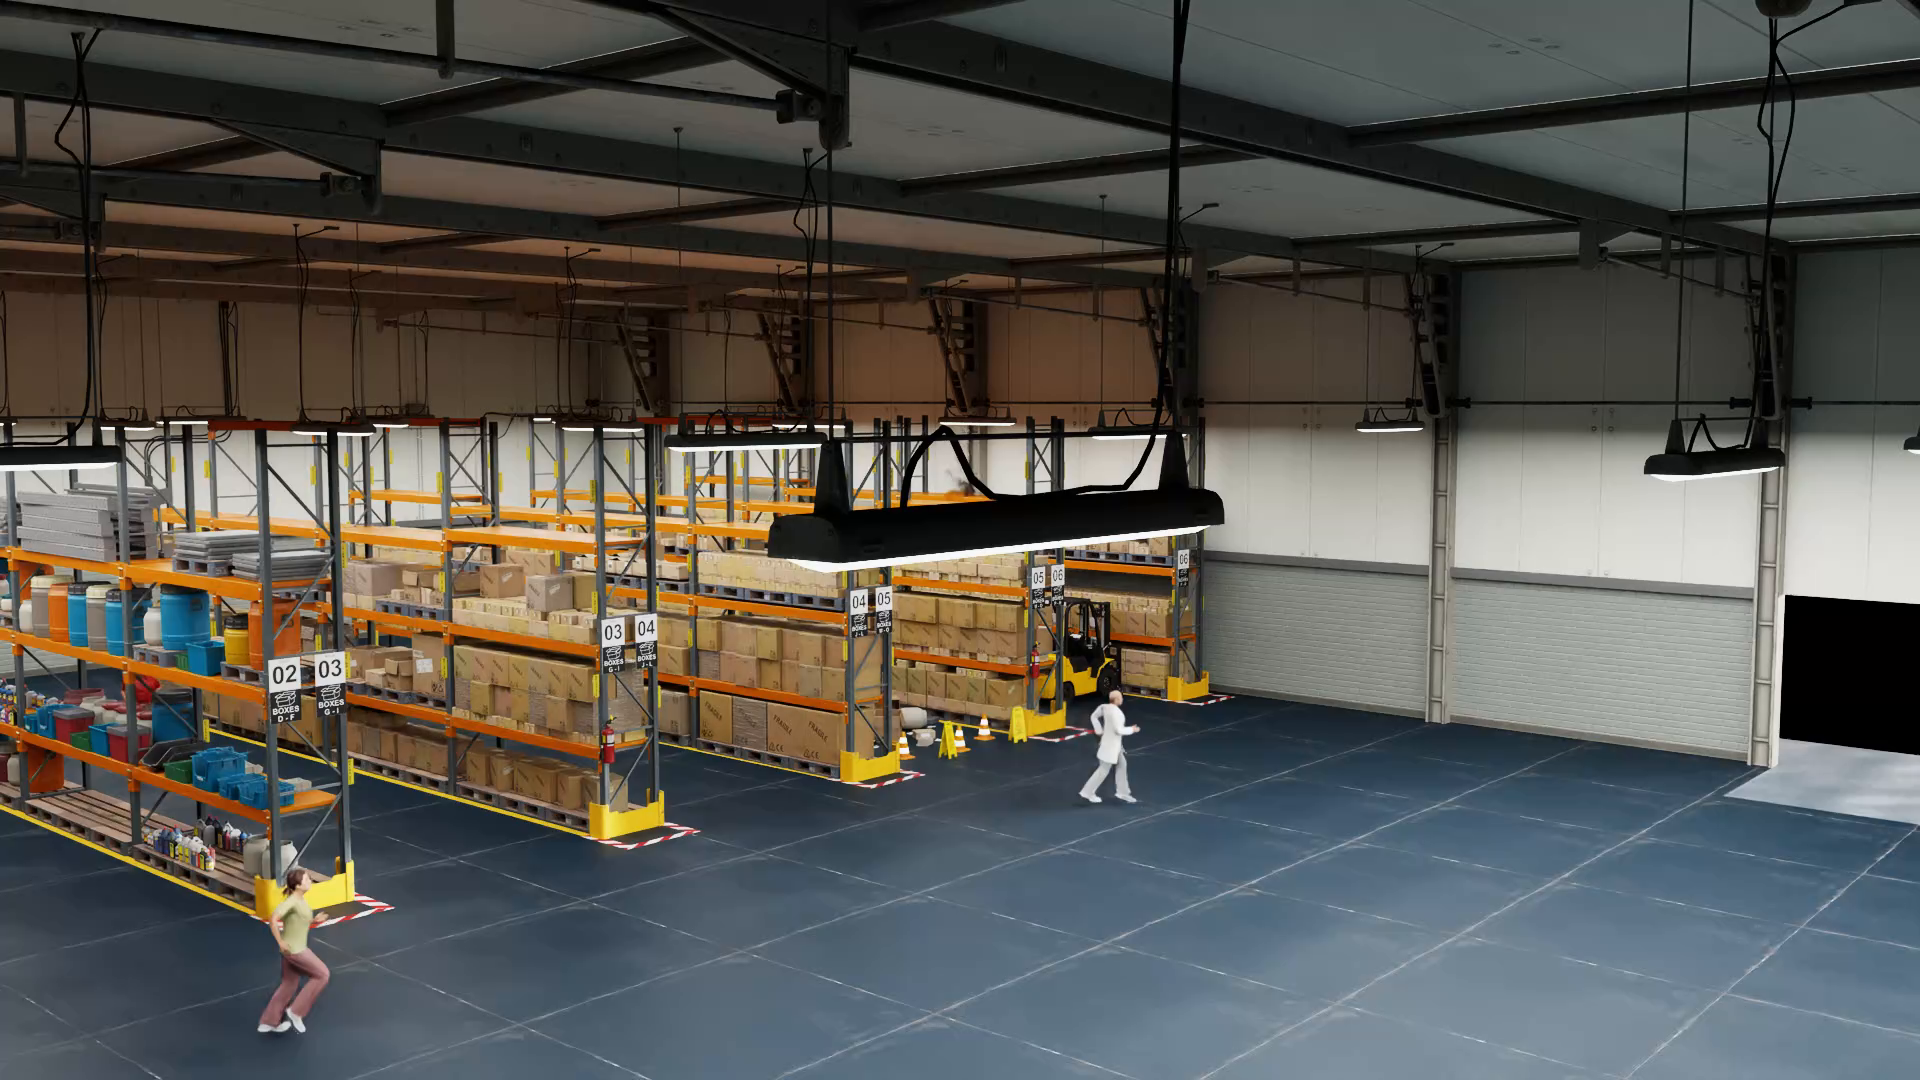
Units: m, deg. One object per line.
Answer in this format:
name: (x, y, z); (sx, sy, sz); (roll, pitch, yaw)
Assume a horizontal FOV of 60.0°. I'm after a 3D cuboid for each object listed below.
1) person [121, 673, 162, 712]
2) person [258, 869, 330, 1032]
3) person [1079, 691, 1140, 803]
person: (-14.529, 3.029, 29.608); (0.809, 1.731, 0.654); (4, 6, 40)
person: (-6.676, 4.117, 16.650); (0.705, 1.645, 0.565); (-2, 5, -21)
person: (2.341, 3.269, 26.092); (0.964, 1.822, 0.648); (0, 5, -5)
